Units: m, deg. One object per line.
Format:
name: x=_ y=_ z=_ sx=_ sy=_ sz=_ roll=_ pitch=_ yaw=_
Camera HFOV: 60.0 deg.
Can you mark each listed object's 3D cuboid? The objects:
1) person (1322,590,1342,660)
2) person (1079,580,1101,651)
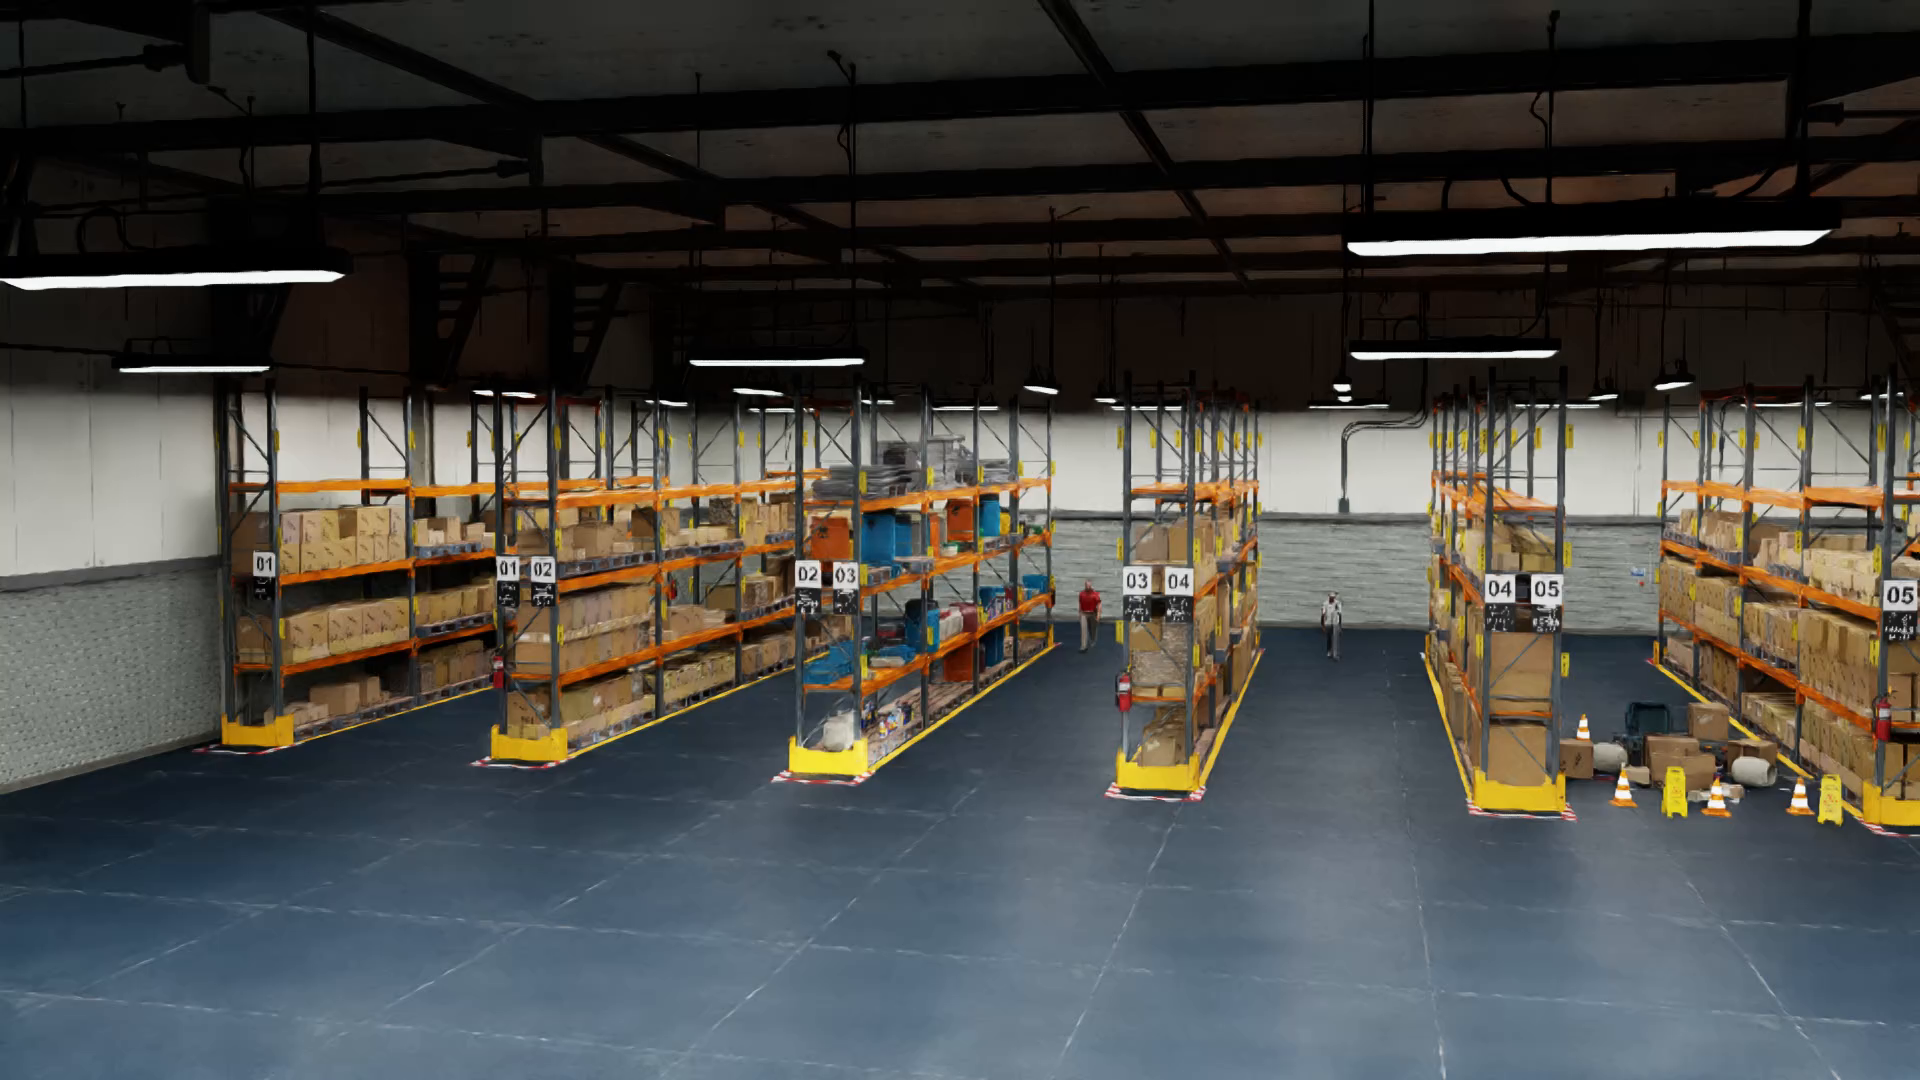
person: x=8.480 y=1.915 z=37.937 sx=0.456 sy=1.589 sz=1.088 roll=1 pitch=4 yaw=16
person: x=3.091 y=1.785 z=39.636 sx=0.554 sy=1.669 sz=1.040 roll=1 pitch=4 yaw=12
